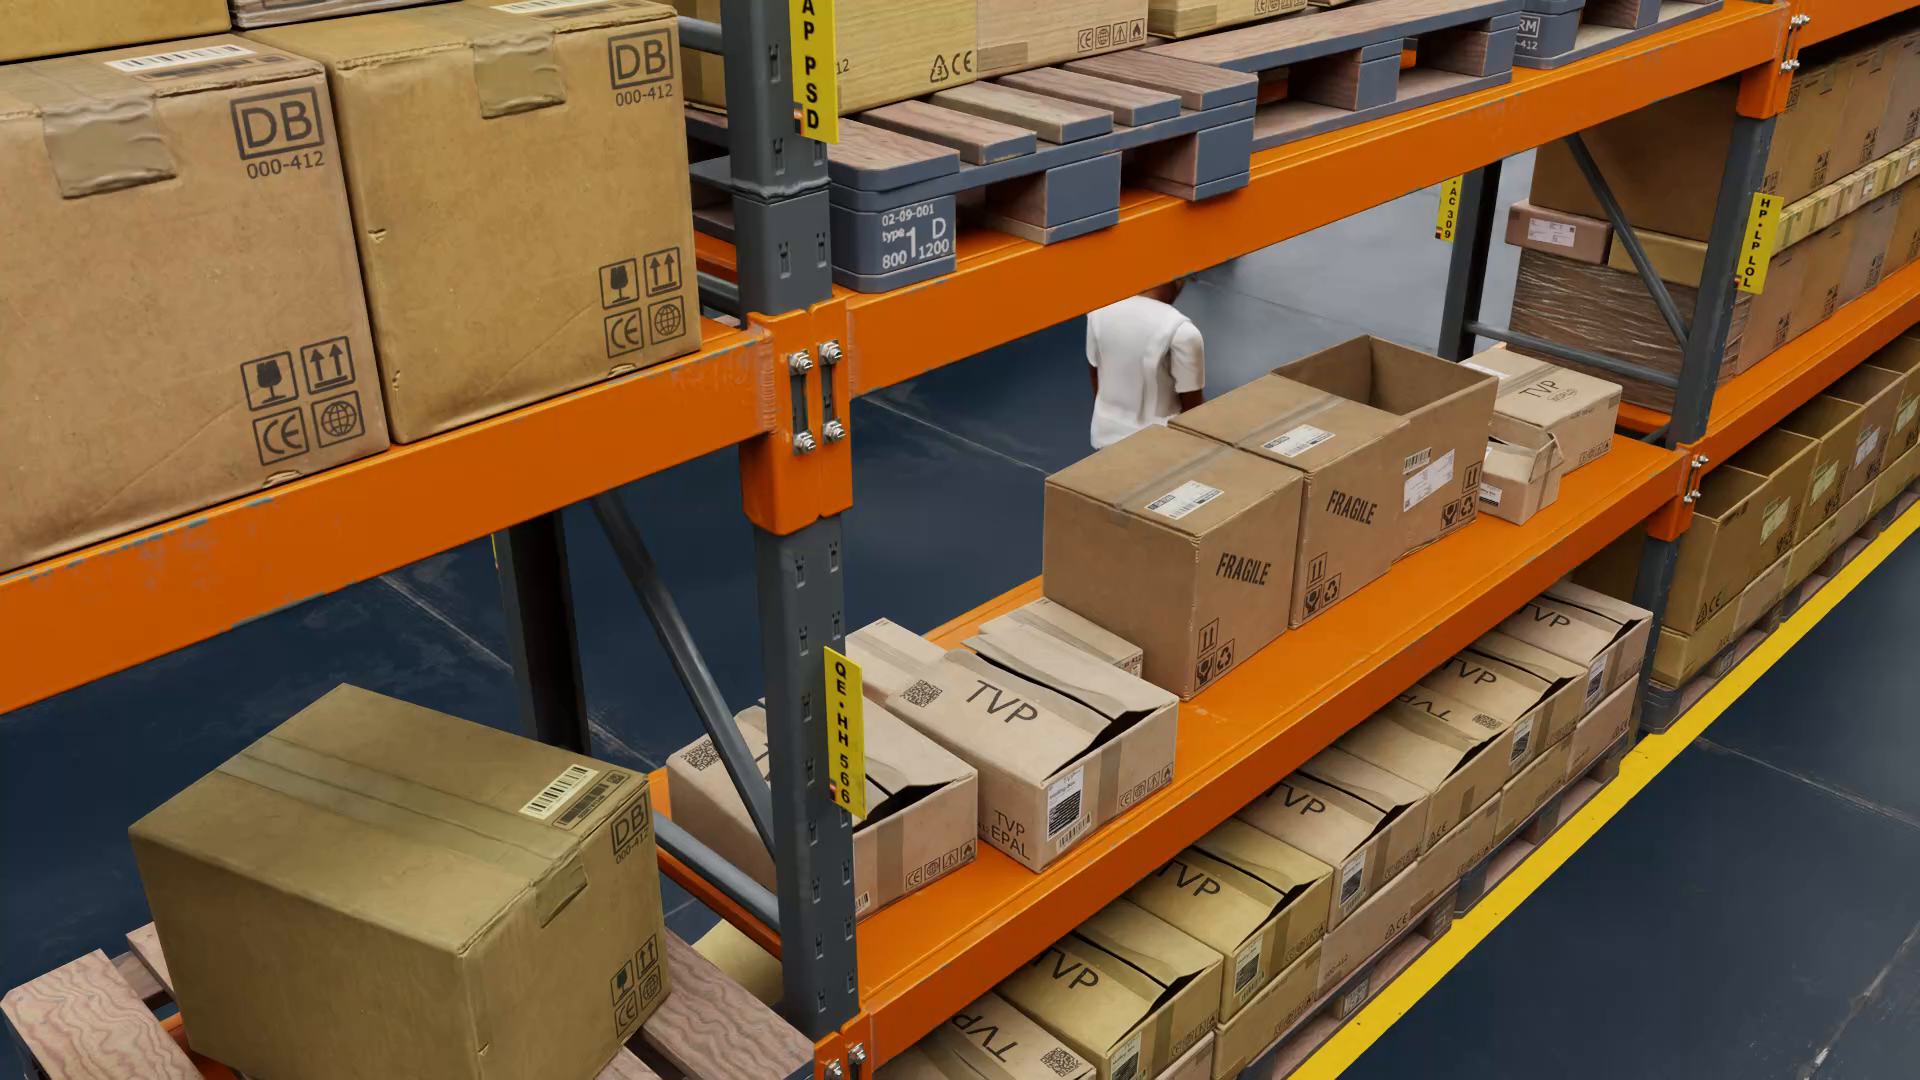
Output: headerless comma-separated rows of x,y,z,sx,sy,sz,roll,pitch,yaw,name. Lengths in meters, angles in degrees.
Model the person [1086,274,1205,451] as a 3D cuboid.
0.778,-0.422,6.958,0.453,1.718,0.591,-24,36,-38,person
